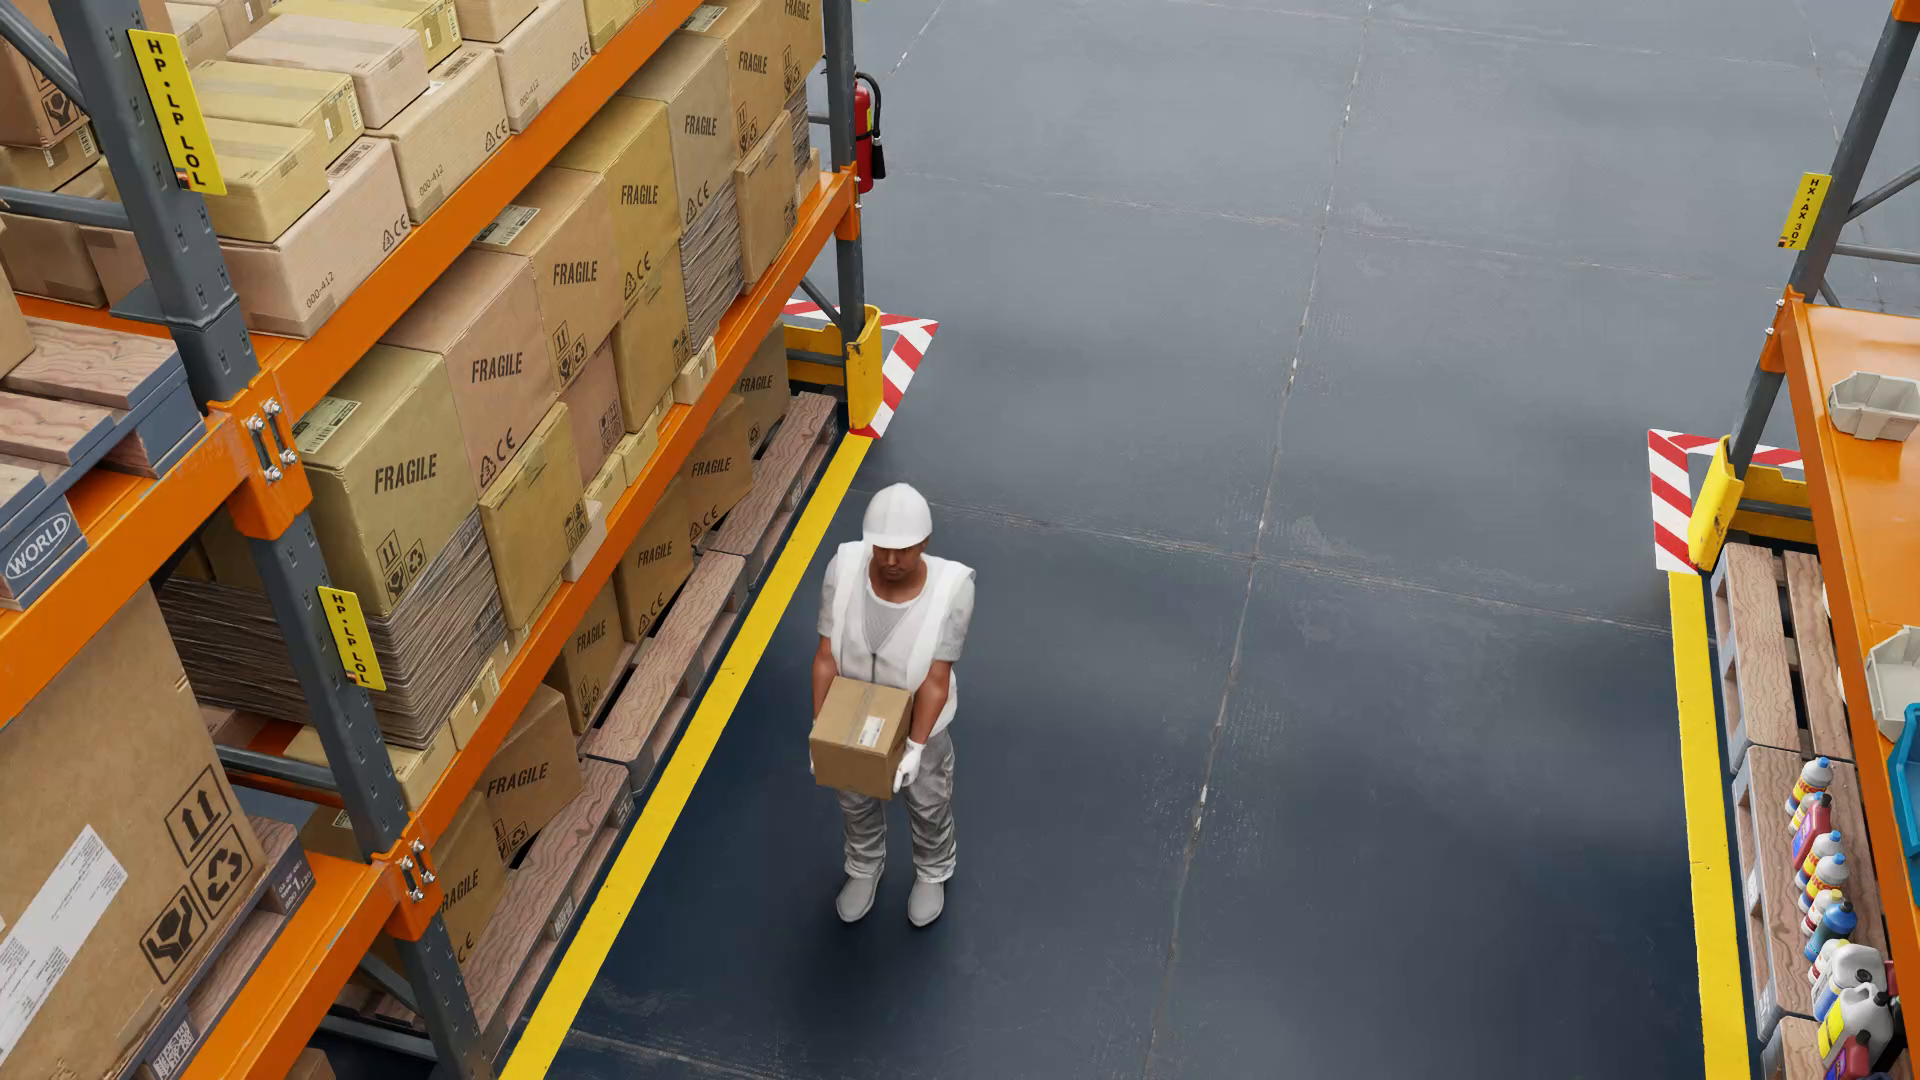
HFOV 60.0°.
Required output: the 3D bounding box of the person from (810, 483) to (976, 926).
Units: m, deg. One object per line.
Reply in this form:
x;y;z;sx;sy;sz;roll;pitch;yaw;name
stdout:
-0.240;0.625;5.418;0.455;1.778;0.573;11;42;12;person
